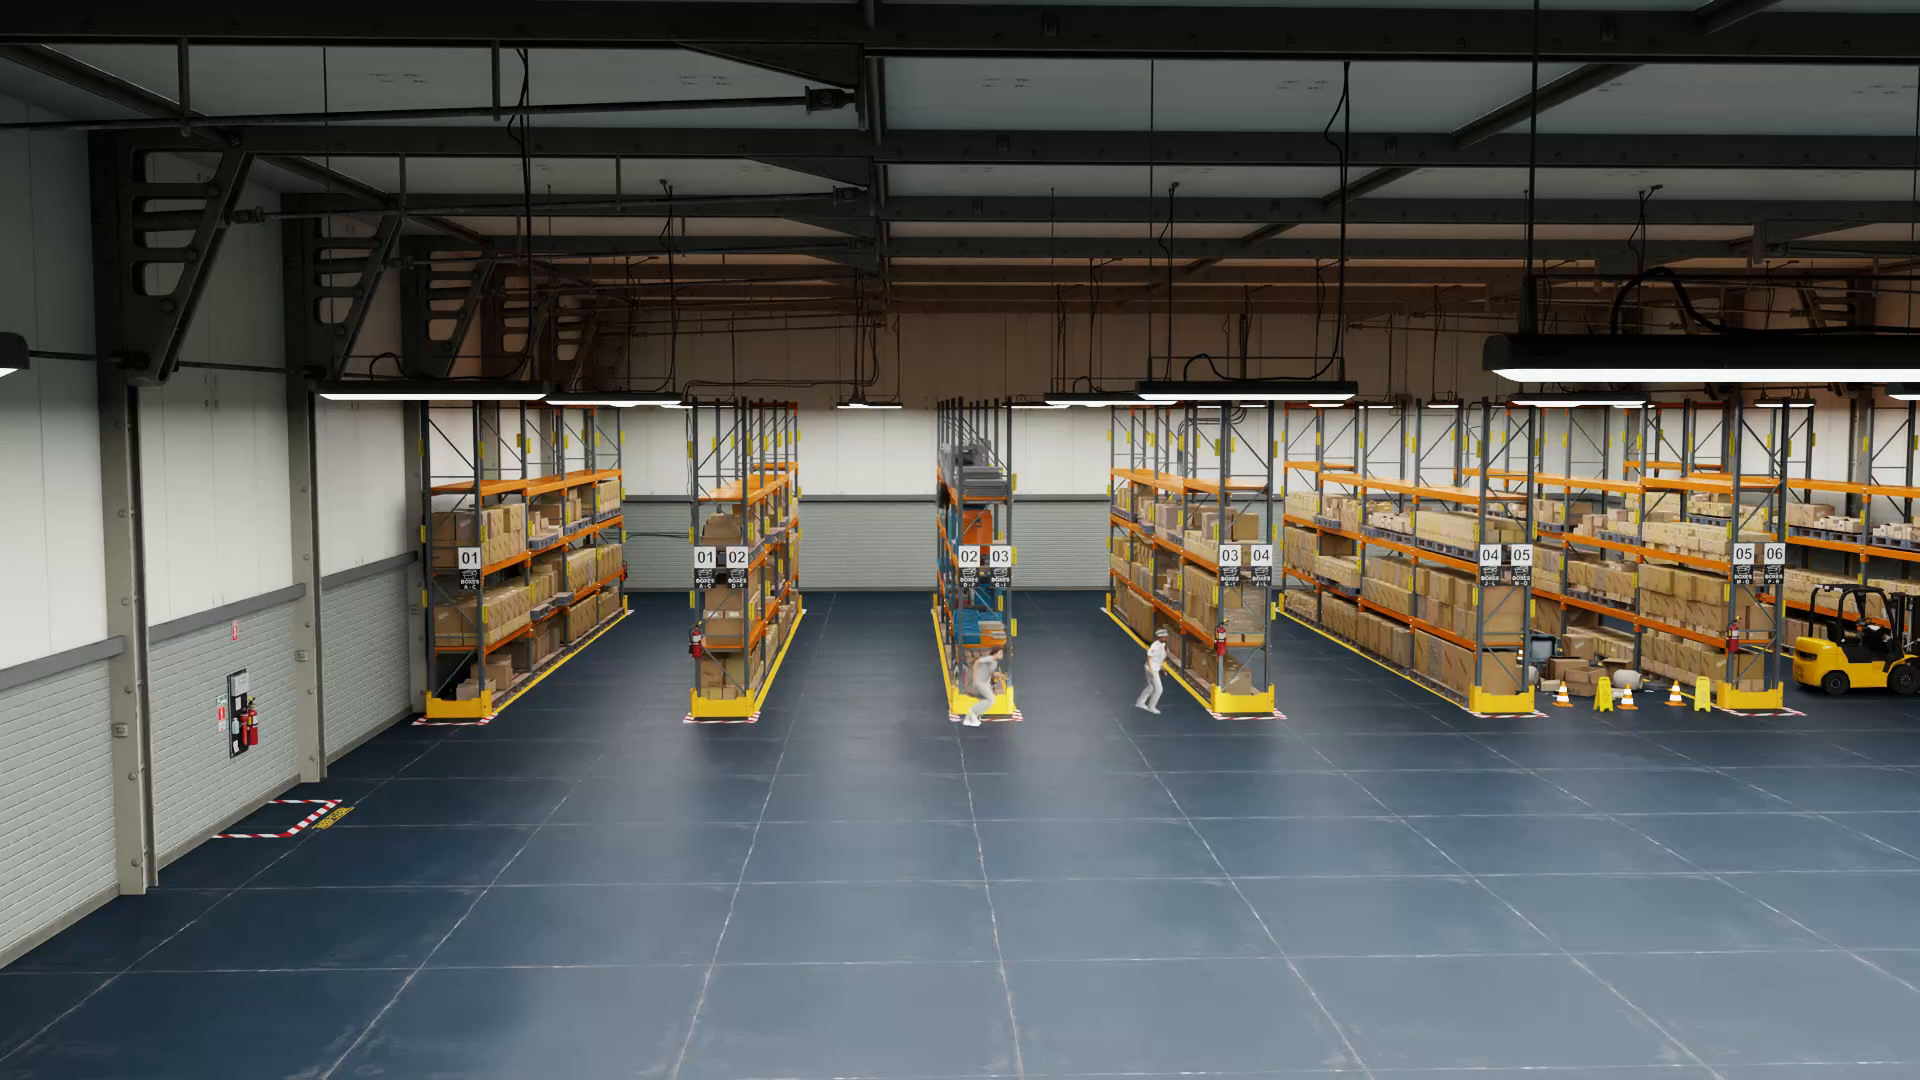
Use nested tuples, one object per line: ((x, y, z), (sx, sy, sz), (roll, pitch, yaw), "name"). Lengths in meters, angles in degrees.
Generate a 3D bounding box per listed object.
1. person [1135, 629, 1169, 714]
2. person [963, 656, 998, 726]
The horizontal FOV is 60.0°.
((3.624, 2.489, 31.616), (0.710, 1.635, 0.608), (2, 5, 24), "person")
((0.357, 2.739, 30.190), (0.628, 1.305, 0.546), (2, 5, 20), "person")
